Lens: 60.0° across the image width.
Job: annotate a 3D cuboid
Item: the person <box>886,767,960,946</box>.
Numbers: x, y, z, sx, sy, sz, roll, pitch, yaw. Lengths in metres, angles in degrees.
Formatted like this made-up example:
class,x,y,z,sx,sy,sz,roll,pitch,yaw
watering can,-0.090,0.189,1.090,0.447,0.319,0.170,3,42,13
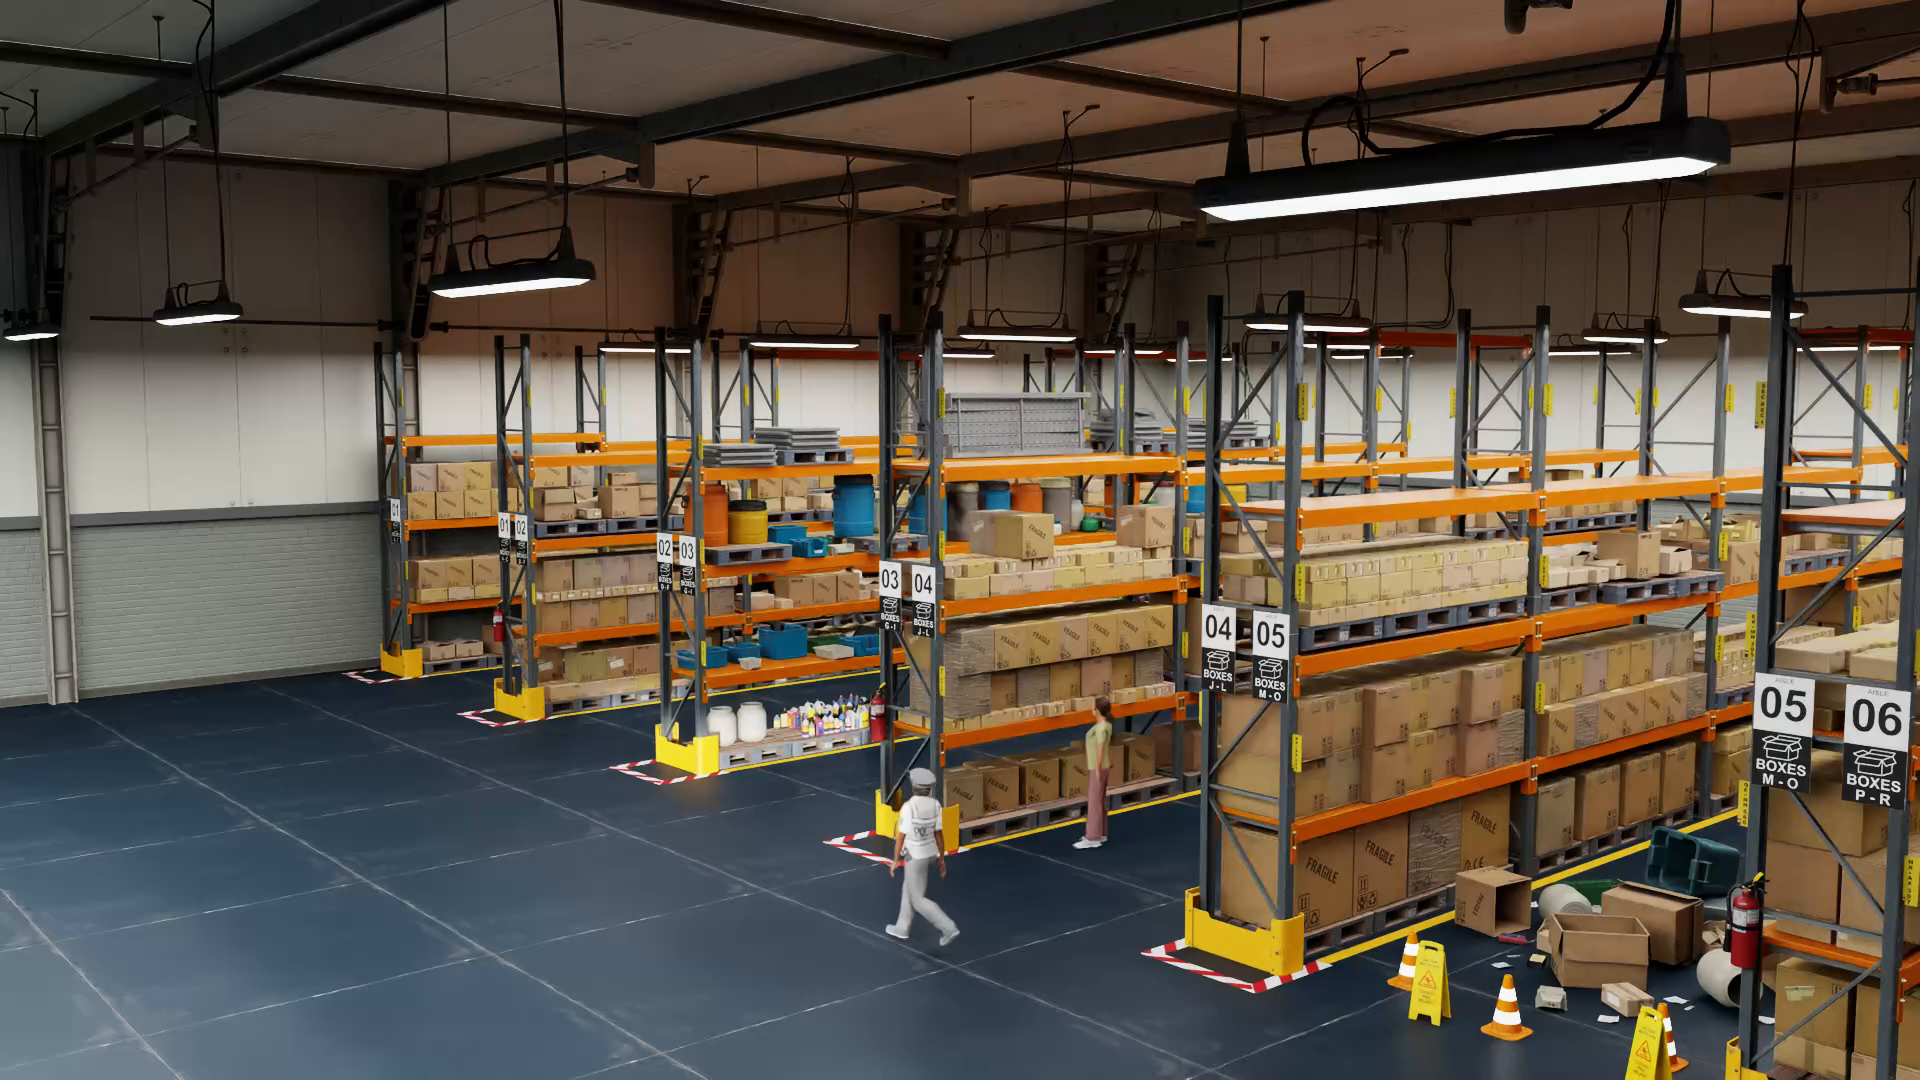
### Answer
class,x,y,z,sx,sy,sz,roll,pitch,yaw
person,-0.373,2.935,15.398,0.900,1.656,0.431,3,6,27

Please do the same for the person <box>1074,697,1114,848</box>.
class,x,y,z,sx,sy,sz,roll,pitch,yaw
person,1.527,2.619,18.836,0.448,1.675,0.542,0,5,5

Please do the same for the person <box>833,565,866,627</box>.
class,x,y,z,sx,sy,sz,roll,pitch,yaw
person,-2.295,1.201,34.224,0.994,1.748,0.799,-4,7,-38
